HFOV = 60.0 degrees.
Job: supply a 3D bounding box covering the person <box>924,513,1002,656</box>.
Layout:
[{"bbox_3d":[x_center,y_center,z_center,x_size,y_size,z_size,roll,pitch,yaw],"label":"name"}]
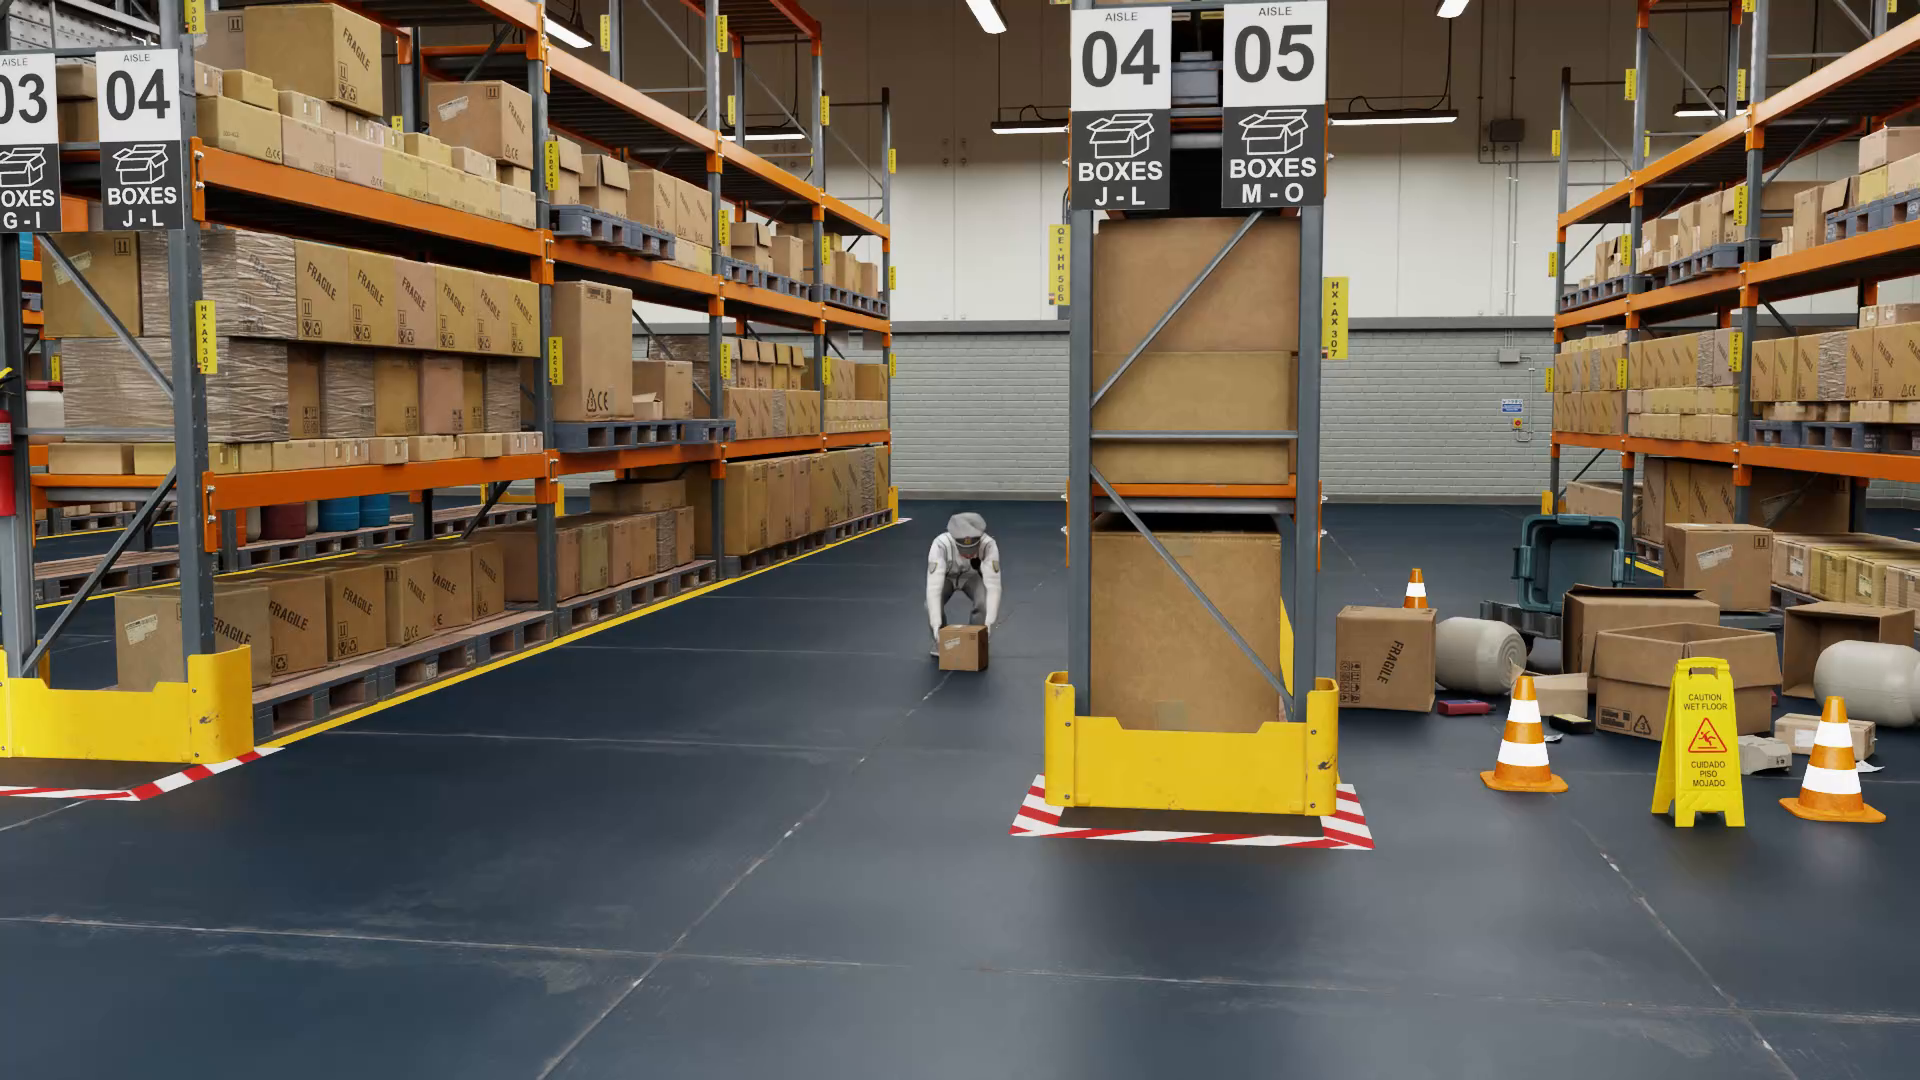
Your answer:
[{"bbox_3d":[0.021,0.288,10.744,0.499,0.961,0.849,0,5,1],"label":"person"}]
